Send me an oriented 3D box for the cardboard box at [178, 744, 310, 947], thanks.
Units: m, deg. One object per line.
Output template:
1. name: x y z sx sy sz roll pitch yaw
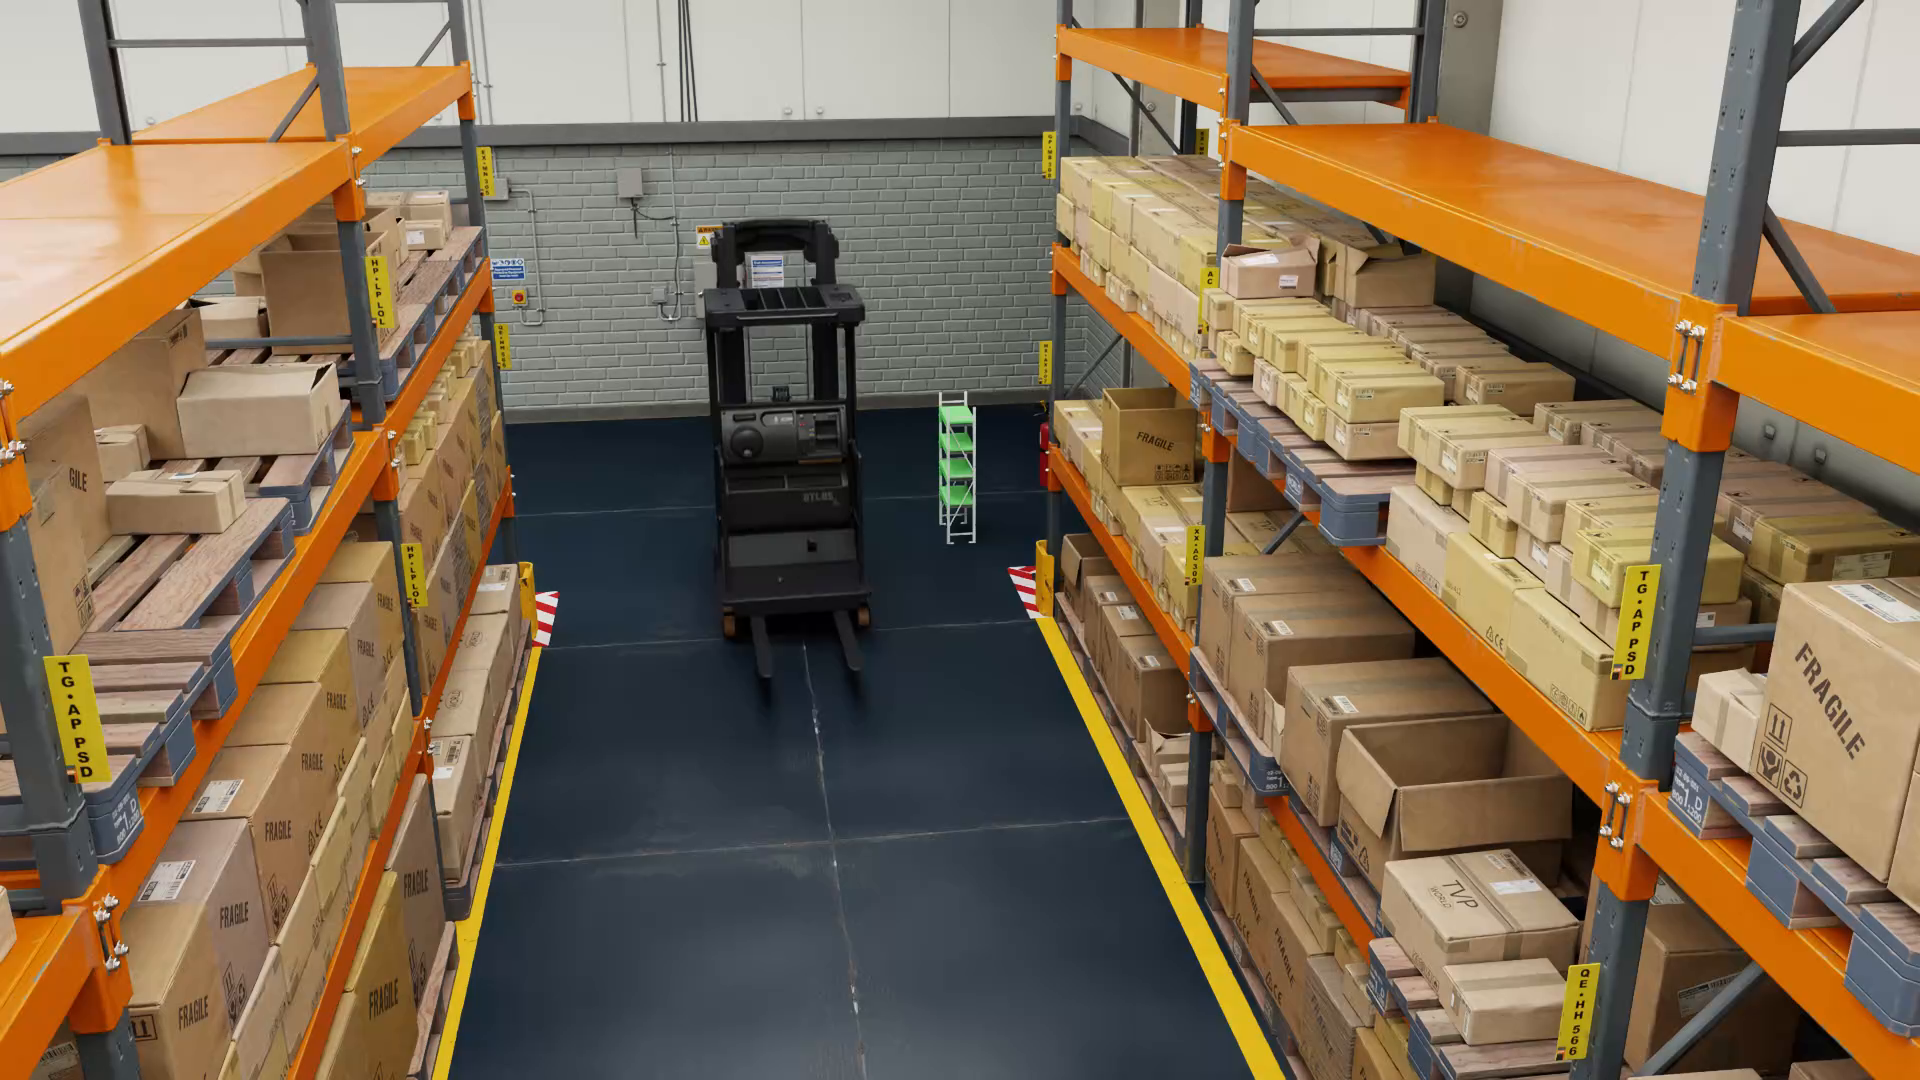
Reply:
1. cardboard box: -2.557 1.042 5.641 0.500 0.500 0.500 -2 21 -6

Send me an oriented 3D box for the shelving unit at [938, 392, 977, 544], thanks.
1. shelving unit: -0.024 -0.619 14.234 0.258 1.200 0.503 -3 21 -8

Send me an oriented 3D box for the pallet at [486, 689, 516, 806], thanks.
1. pallet: -3.376 1.323 10.448 1.003 0.211 1.213 -3 21 -8

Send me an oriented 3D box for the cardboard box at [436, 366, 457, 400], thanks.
1. cardboard box: -3.253 -0.944 10.032 0.380 0.149 0.250 -2 21 -6

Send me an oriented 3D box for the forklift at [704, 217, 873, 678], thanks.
1. forklift: -1.269 -0.784 12.201 1.130 2.935 3.031 -4 21 -10

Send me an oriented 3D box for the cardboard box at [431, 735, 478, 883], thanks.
1. cardboard box: -3.148 1.488 9.082 0.875 0.438 0.875 -3 21 -9

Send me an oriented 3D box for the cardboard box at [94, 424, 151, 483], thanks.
1. cardboard box: -3.328 -0.330 6.333 0.380 0.166 0.250 -4 21 -11

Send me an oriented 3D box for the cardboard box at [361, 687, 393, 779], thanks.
1. cardboard box: -2.781 0.856 7.211 0.500 0.250 0.500 -2 21 -6

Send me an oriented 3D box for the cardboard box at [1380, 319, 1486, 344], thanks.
1. cardboard box: 2.038 -0.852 7.189 0.380 0.149 0.250 -2 21 -6

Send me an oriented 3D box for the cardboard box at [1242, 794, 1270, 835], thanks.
1. cardboard box: 1.652 1.355 8.420 0.380 0.149 0.250 -3 21 -9

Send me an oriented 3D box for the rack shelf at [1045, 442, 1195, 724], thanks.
1. rack shelf: 1.459 0.100 10.764 1.077 0.370 4.000 -3 21 -8

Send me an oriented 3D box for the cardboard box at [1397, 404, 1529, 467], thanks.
1. cardboard box: 1.794 -0.374 5.938 0.380 0.149 0.250 -3 21 -8

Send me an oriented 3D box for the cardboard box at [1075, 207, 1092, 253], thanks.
1. cardboard box: 1.058 -2.062 11.025 0.500 0.250 0.500 -3 21 -7

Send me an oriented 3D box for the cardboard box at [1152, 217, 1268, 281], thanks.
1. cardboard box: 1.354 -1.591 9.051 0.500 0.250 0.500 -3 21 -9

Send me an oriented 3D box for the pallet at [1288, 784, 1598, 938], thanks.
1. pallet: 2.039 1.257 6.912 1.003 0.211 1.213 -3 21 -8

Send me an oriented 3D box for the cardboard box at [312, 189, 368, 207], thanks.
1. cardboard box: -3.599 -1.668 9.296 0.500 0.500 0.500 -3 21 -7

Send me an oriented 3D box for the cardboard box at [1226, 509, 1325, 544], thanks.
1. cardboard box: 1.864 0.028 9.718 0.500 0.250 0.500 -3 21 -8

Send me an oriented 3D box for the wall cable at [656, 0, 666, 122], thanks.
1. wall cable: -4.095 -5.481 16.103 2.355 3.000 0.029 -3 21 -8

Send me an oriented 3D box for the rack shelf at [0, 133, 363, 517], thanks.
1. rack shelf: -2.876 -0.887 5.403 1.077 0.370 4.000 -3 21 -8

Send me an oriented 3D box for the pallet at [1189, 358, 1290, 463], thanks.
1. pallet: 1.772 -0.633 7.678 1.213 0.211 1.003 -3 21 -8

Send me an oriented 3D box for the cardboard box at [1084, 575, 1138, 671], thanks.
1. cardboard box: 1.250 0.559 11.479 0.700 0.500 0.500 -2 21 -6

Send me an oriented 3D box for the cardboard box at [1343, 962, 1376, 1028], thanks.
1. cardboard box: 1.839 1.892 6.983 0.380 0.149 0.250 -4 21 -10

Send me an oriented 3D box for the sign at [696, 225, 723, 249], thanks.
1. sign: -2.562 -3.140 17.231 0.339 0.242 0.001 -3 21 -8

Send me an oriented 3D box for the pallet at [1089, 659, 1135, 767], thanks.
1. pallet: 1.470 1.100 11.043 1.003 0.211 1.213 -3 21 -8

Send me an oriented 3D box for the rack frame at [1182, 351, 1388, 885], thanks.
1. rack frame: 1.747 0.455 8.784 1.000 3.000 0.127 -3 21 -8

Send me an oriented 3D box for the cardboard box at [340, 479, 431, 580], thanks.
1. cardboard box: -2.993 0.015 8.392 0.500 0.500 0.500 -3 21 -7

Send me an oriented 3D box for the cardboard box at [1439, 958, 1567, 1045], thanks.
1. cardboard box: 1.849 1.553 5.604 0.380 0.149 0.250 -3 21 -7

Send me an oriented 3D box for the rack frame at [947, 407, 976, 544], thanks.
1. rack frame: 0.011 -0.535 14.008 0.240 1.200 0.015 -3 21 -8

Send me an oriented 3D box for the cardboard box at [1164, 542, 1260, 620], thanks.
1. cardboard box: 1.432 0.222 9.198 0.500 0.250 0.500 -2 21 -6

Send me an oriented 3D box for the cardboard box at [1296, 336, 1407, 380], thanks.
1. cardboard box: 1.618 -0.738 6.882 0.380 0.149 0.250 -3 21 -7

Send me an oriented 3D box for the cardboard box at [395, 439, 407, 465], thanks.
1. cardboard box: -3.084 -0.409 8.599 0.380 0.149 0.250 -3 21 -8

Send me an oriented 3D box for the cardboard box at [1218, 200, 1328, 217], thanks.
1. cardboard box: 1.794 -1.793 9.593 0.500 0.250 0.500 -3 21 -8

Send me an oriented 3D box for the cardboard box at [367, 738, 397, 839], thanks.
1. cardboard box: -2.778 1.096 7.283 0.500 0.250 0.500 -3 21 -9

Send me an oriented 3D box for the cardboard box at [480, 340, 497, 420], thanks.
1. cardboard box: -3.436 -1.038 11.212 0.500 0.500 0.500 -2 21 -6

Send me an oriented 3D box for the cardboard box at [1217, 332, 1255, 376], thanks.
1. cardboard box: 1.400 -0.861 7.637 0.380 0.149 0.250 -3 21 -7

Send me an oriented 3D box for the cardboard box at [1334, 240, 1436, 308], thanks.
1. cardboard box: 1.930 -1.217 7.573 0.396 0.266 0.258 -3 21 -8

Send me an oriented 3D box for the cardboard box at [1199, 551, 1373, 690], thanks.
1. cardboard box: 1.596 0.390 8.215 0.700 0.500 0.500 -2 21 -6

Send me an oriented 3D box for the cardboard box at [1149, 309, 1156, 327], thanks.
1. cardboard box: 1.300 -1.300 9.555 0.380 0.149 0.250 -2 21 -6

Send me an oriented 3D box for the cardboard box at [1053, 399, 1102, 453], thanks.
1. cardboard box: 0.969 -0.828 12.010 0.500 0.250 0.500 -3 21 -7

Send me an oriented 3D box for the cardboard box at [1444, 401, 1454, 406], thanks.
1. cardboard box: 2.136 -0.529 6.750 0.380 0.149 0.250 -3 21 -8

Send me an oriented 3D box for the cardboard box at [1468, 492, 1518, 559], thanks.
1. cardboard box: 1.925 -0.059 5.519 0.380 0.149 0.250 -3 21 -8

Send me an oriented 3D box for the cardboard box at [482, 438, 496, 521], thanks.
1. cardboard box: -3.352 -0.397 10.923 0.500 0.500 0.500 -3 21 -9

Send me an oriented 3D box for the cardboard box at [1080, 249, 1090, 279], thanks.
1. cardboard box: 1.004 -1.825 10.960 0.380 0.149 0.250 -2 21 -7

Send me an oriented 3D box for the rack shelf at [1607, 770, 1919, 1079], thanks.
1. rack shelf: 2.612 1.464 2.823 1.077 0.370 4.000 -3 21 -8

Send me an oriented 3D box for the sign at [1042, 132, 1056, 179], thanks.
1. sign: 0.634 -2.717 11.741 0.100 0.325 0.005 -3 21 -8

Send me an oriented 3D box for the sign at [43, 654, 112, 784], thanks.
1. sign: -2.050 0.418 3.859 0.100 0.325 0.005 -3 21 -8

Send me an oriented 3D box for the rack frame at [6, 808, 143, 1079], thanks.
1. rack frame: -2.588 2.092 4.403 1.000 3.000 0.127 -3 21 -8

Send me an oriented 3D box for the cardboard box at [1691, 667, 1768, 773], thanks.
1. cardboard box: 2.074 0.437 4.137 0.380 0.166 0.250 -3 21 -8

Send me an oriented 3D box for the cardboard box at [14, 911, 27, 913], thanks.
1. cardboard box: -3.003 1.234 5.129 0.500 0.500 0.500 -3 21 -7

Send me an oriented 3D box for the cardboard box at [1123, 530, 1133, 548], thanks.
1. cardboard box: 1.246 -0.060 10.523 0.380 0.149 0.250 -3 21 -8

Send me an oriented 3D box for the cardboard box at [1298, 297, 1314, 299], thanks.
1. cardboard box: 1.956 -1.209 8.741 0.500 0.250 0.500 -3 21 -9

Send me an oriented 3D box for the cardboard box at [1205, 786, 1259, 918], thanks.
1. cardboard box: 1.594 1.608 8.670 0.500 0.500 0.500 -2 21 -5

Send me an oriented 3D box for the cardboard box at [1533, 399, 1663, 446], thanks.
1. cardboard box: 2.302 -0.398 6.001 0.380 0.149 0.250 -3 21 -8
